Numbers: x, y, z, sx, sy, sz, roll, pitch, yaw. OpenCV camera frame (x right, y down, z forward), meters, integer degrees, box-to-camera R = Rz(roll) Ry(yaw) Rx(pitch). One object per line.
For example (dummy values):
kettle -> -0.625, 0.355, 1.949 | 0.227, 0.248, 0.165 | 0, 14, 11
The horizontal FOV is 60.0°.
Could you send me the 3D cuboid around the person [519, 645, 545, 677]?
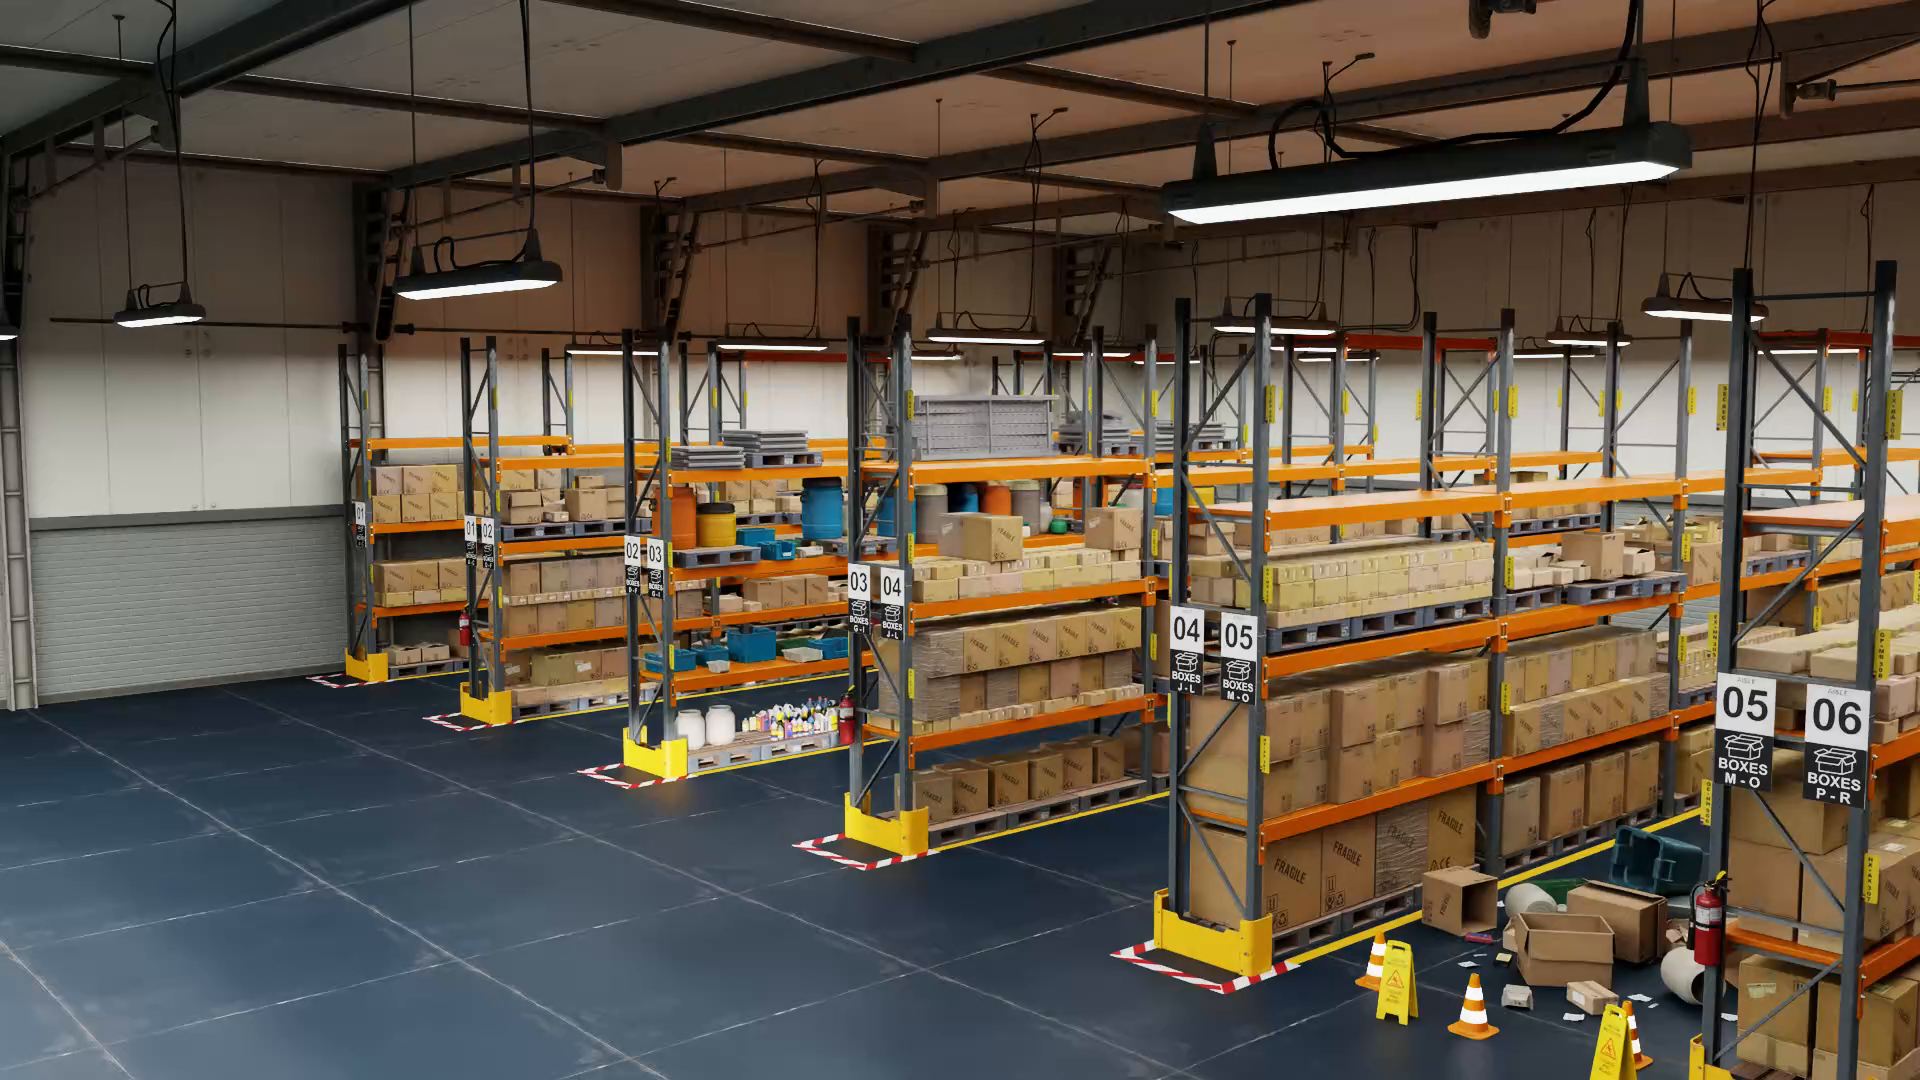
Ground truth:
person -> -7.359, 1.717, 28.889 | 0.705, 1.750, 0.687 | 4, 7, 40
